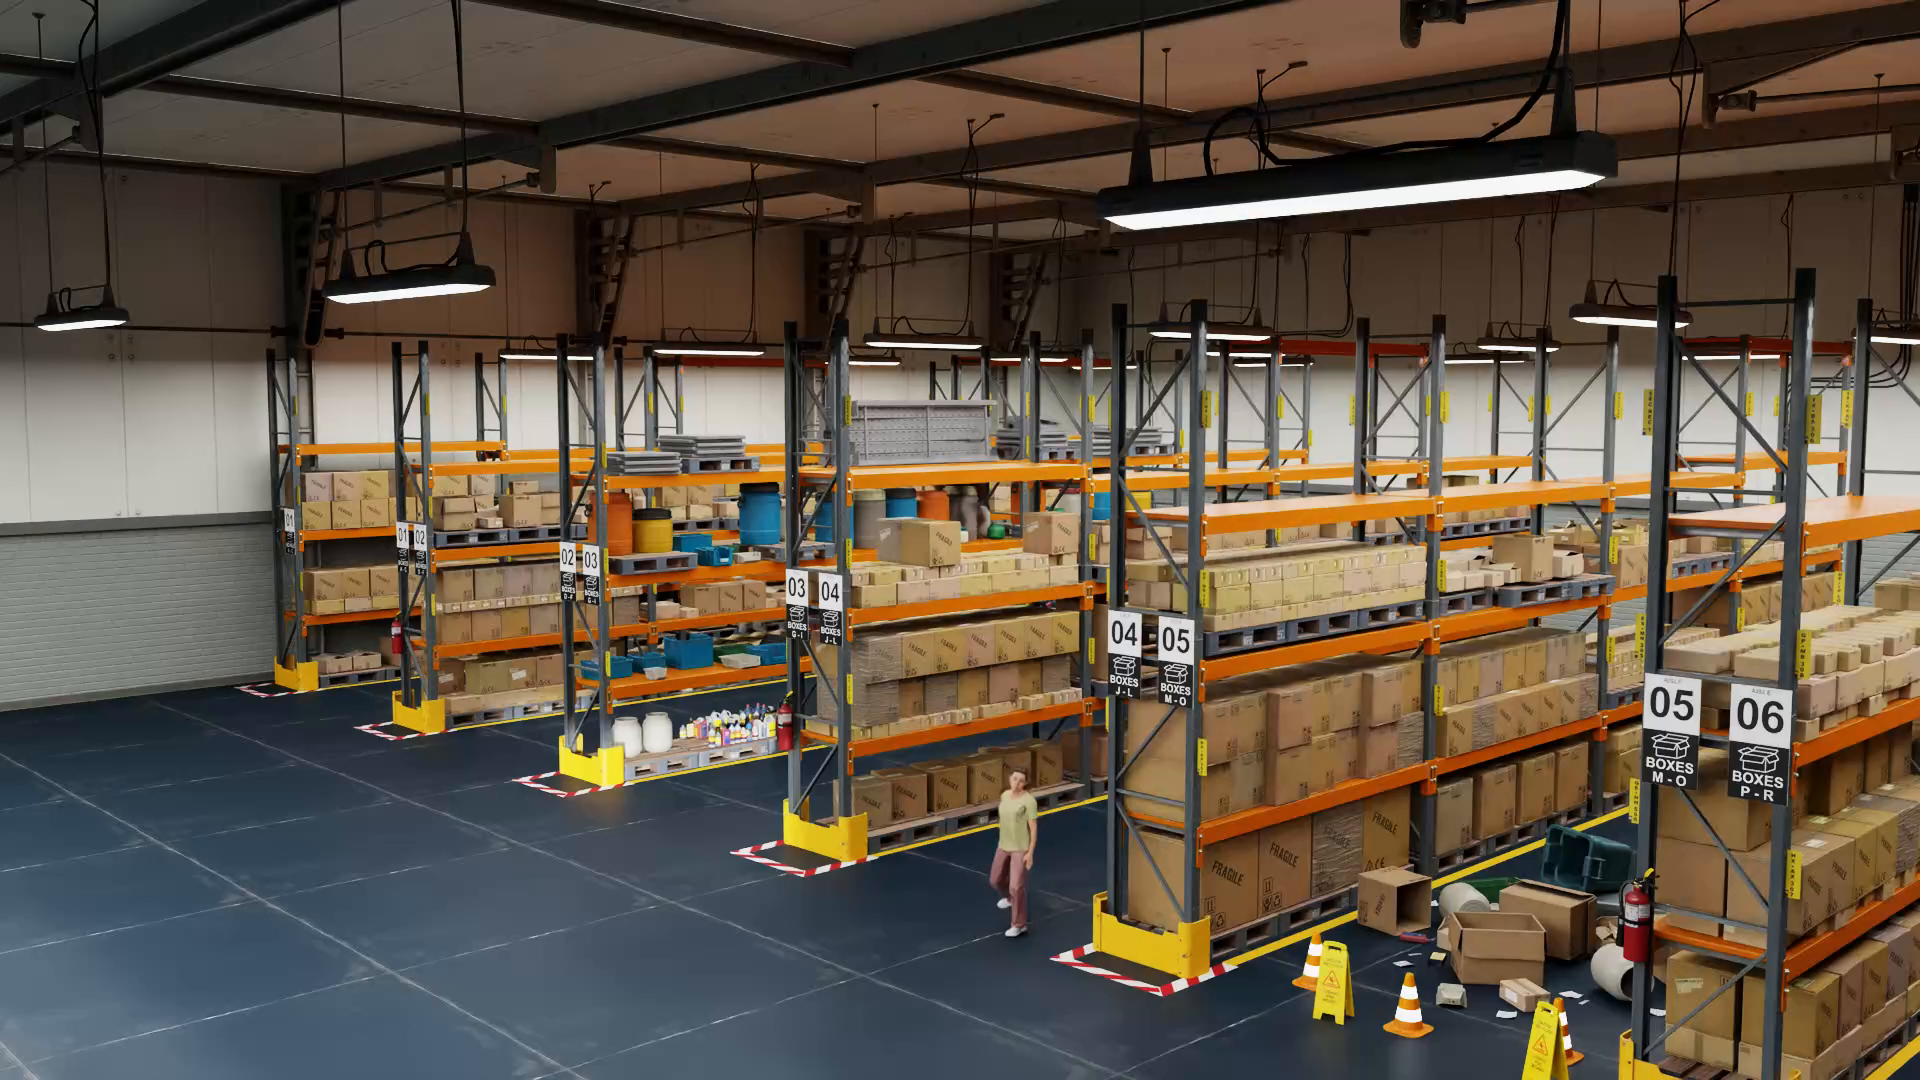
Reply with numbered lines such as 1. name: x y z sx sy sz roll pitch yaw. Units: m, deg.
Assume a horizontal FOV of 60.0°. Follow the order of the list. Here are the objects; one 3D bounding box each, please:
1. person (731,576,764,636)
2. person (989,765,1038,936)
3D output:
1. person: -4.264 1.448 33.550 0.668 1.627 0.930 2 5 21
2. person: 0.542 2.945 16.066 0.678 1.638 0.606 4 6 39
